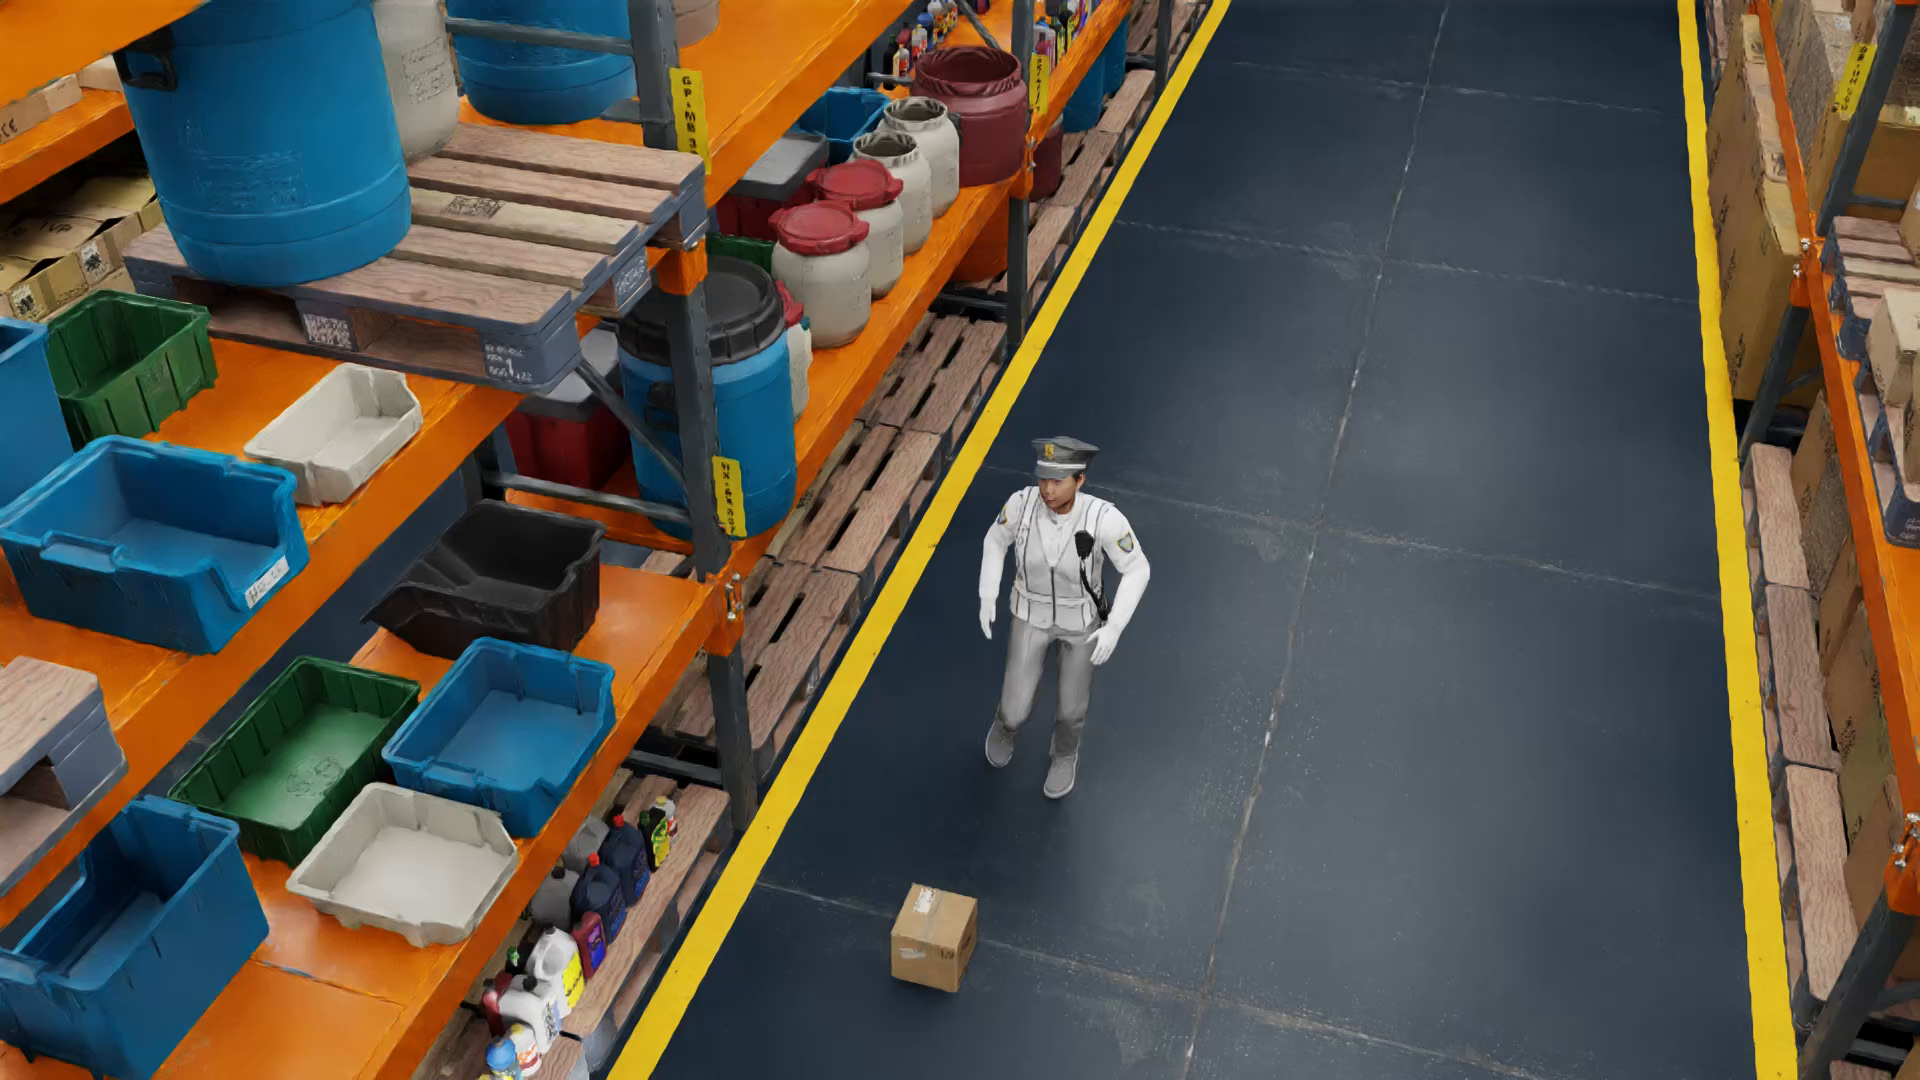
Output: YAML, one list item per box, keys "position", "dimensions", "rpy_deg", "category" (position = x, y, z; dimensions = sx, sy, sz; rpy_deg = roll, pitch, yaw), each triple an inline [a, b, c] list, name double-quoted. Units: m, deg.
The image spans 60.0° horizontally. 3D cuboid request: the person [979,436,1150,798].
- position: [0.391, 0.331, 6.461]
  dimensions: [0.657, 1.666, 0.471]
  rpy_deg: [5, 38, 6]
  category: "person"
